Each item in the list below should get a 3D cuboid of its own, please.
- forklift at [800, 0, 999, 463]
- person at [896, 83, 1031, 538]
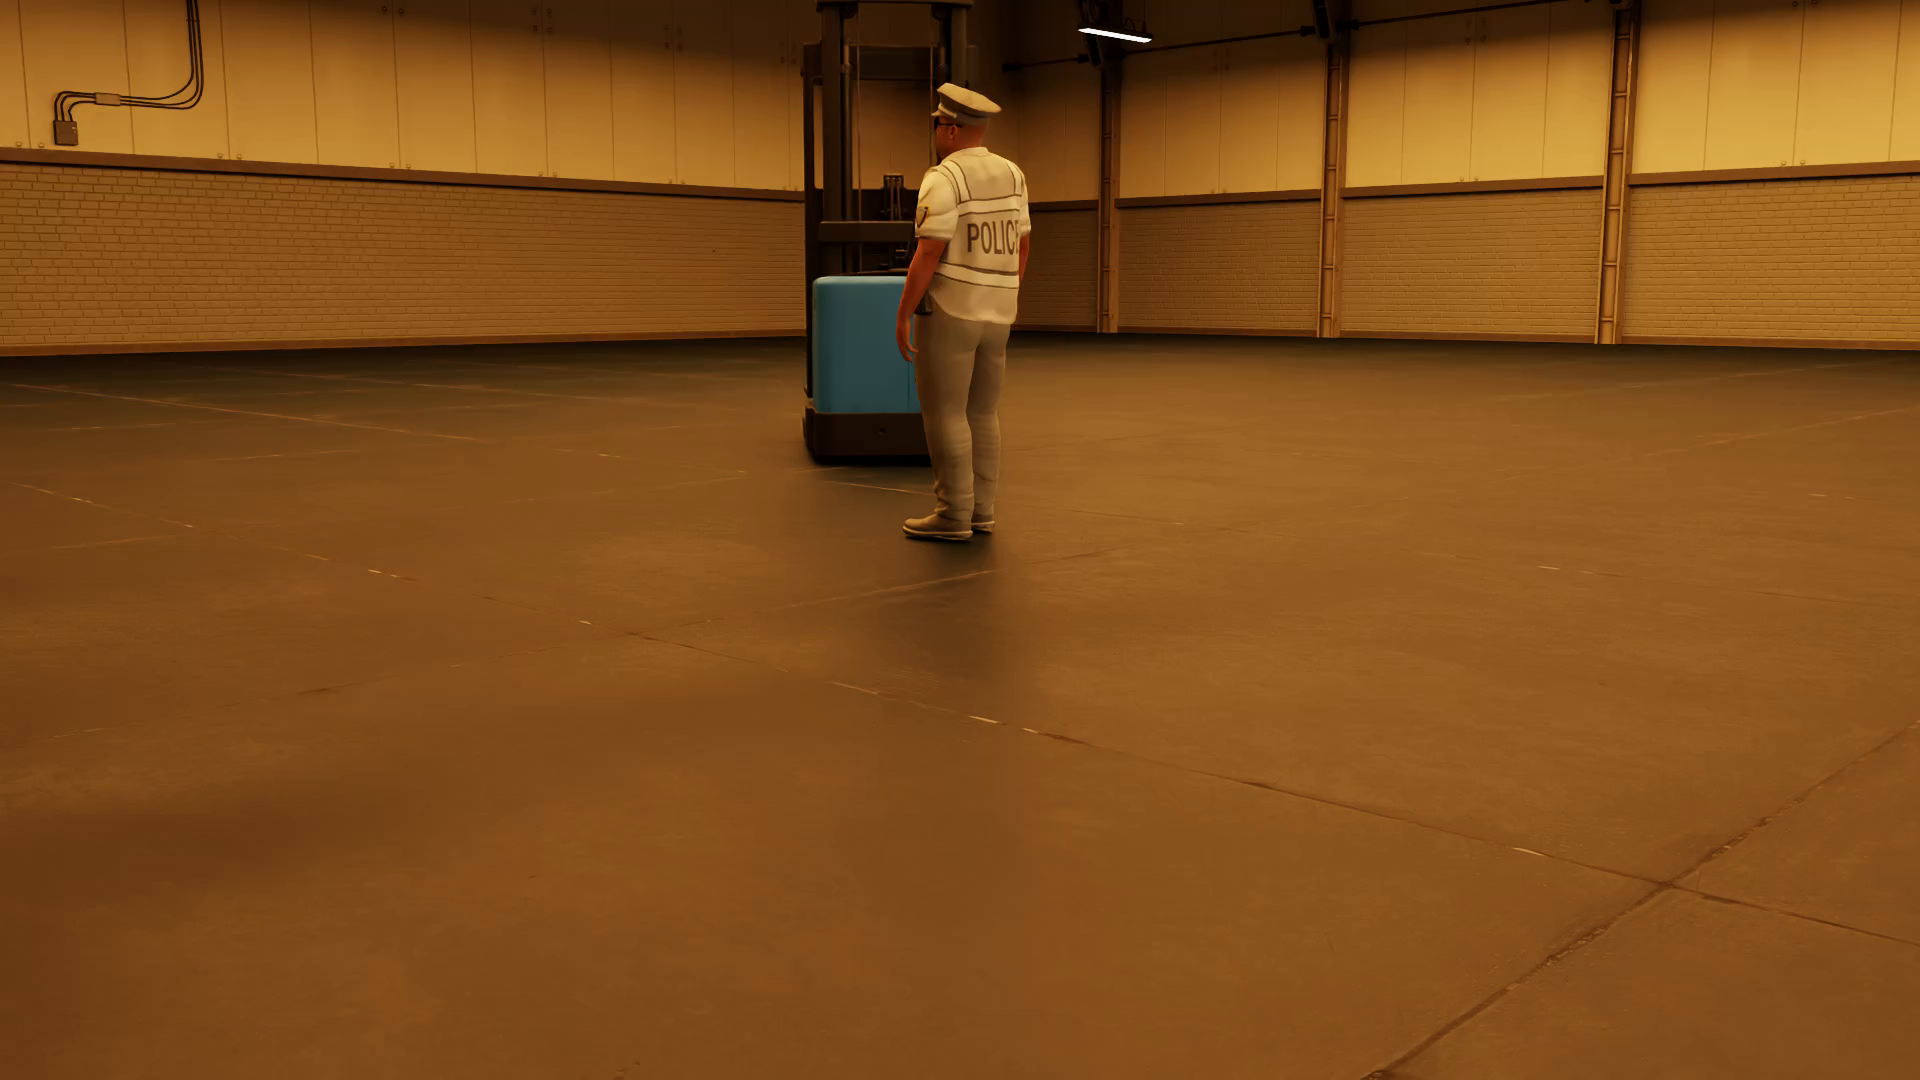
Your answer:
[{"bbox_3d":[-0.462,-2.083,10.707,1.130,2.935,3.031,-1,9,-7],"label":"forklift"},{"bbox_3d":[-0.048,-0.898,6.645,0.574,1.780,0.641,8,12,43],"label":"person"}]
